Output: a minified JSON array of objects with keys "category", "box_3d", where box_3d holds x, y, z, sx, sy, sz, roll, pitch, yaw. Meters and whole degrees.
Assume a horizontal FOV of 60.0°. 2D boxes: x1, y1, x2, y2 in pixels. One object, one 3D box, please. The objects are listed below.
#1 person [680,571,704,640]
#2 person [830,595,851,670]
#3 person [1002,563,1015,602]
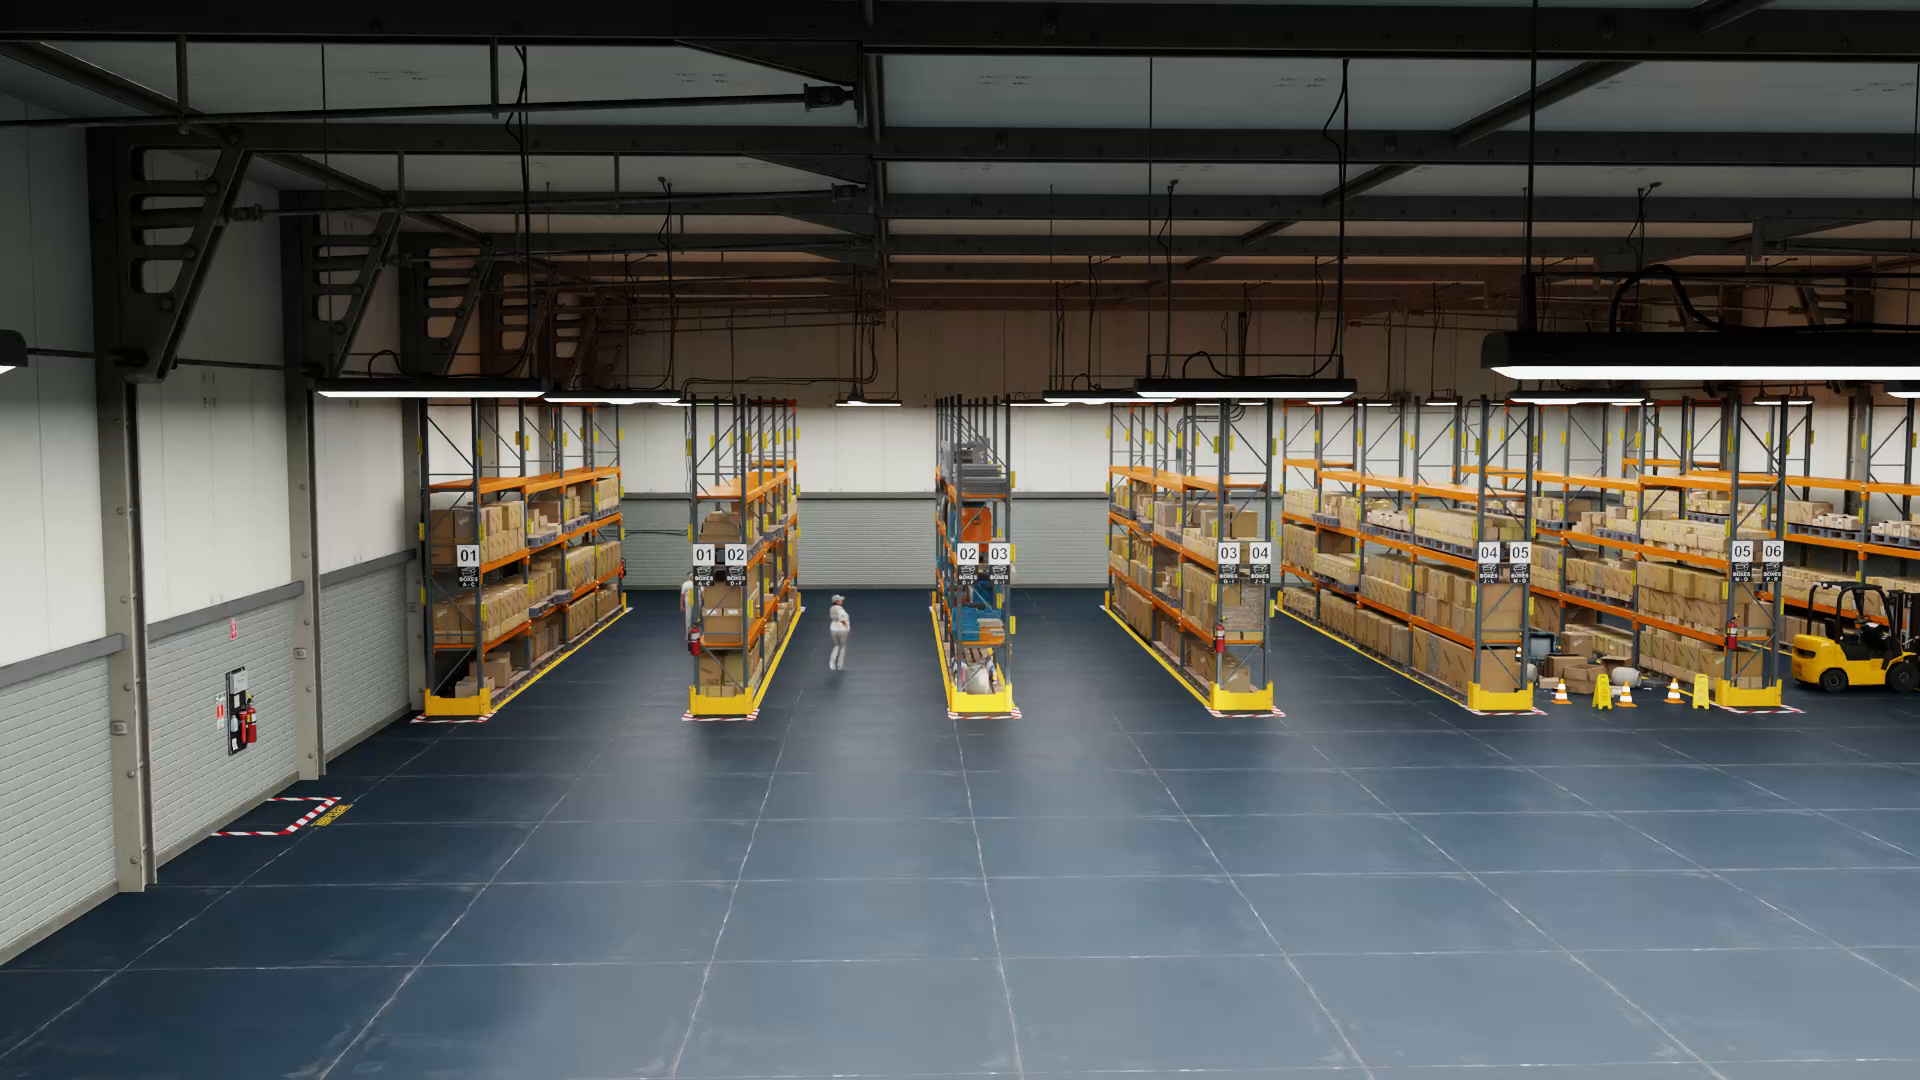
[{"category":"person","box_3d":[-6.591,1.605,41.206,0.685,1.720,1.060,0,5,-4]},{"category":"person","box_3d":[-2.611,2.019,36.313,0.506,1.658,0.454,3,5,34]},{"category":"person","box_3d":[1.388,1.033,49.557,0.507,1.566,0.706,0,5,-5]}]
